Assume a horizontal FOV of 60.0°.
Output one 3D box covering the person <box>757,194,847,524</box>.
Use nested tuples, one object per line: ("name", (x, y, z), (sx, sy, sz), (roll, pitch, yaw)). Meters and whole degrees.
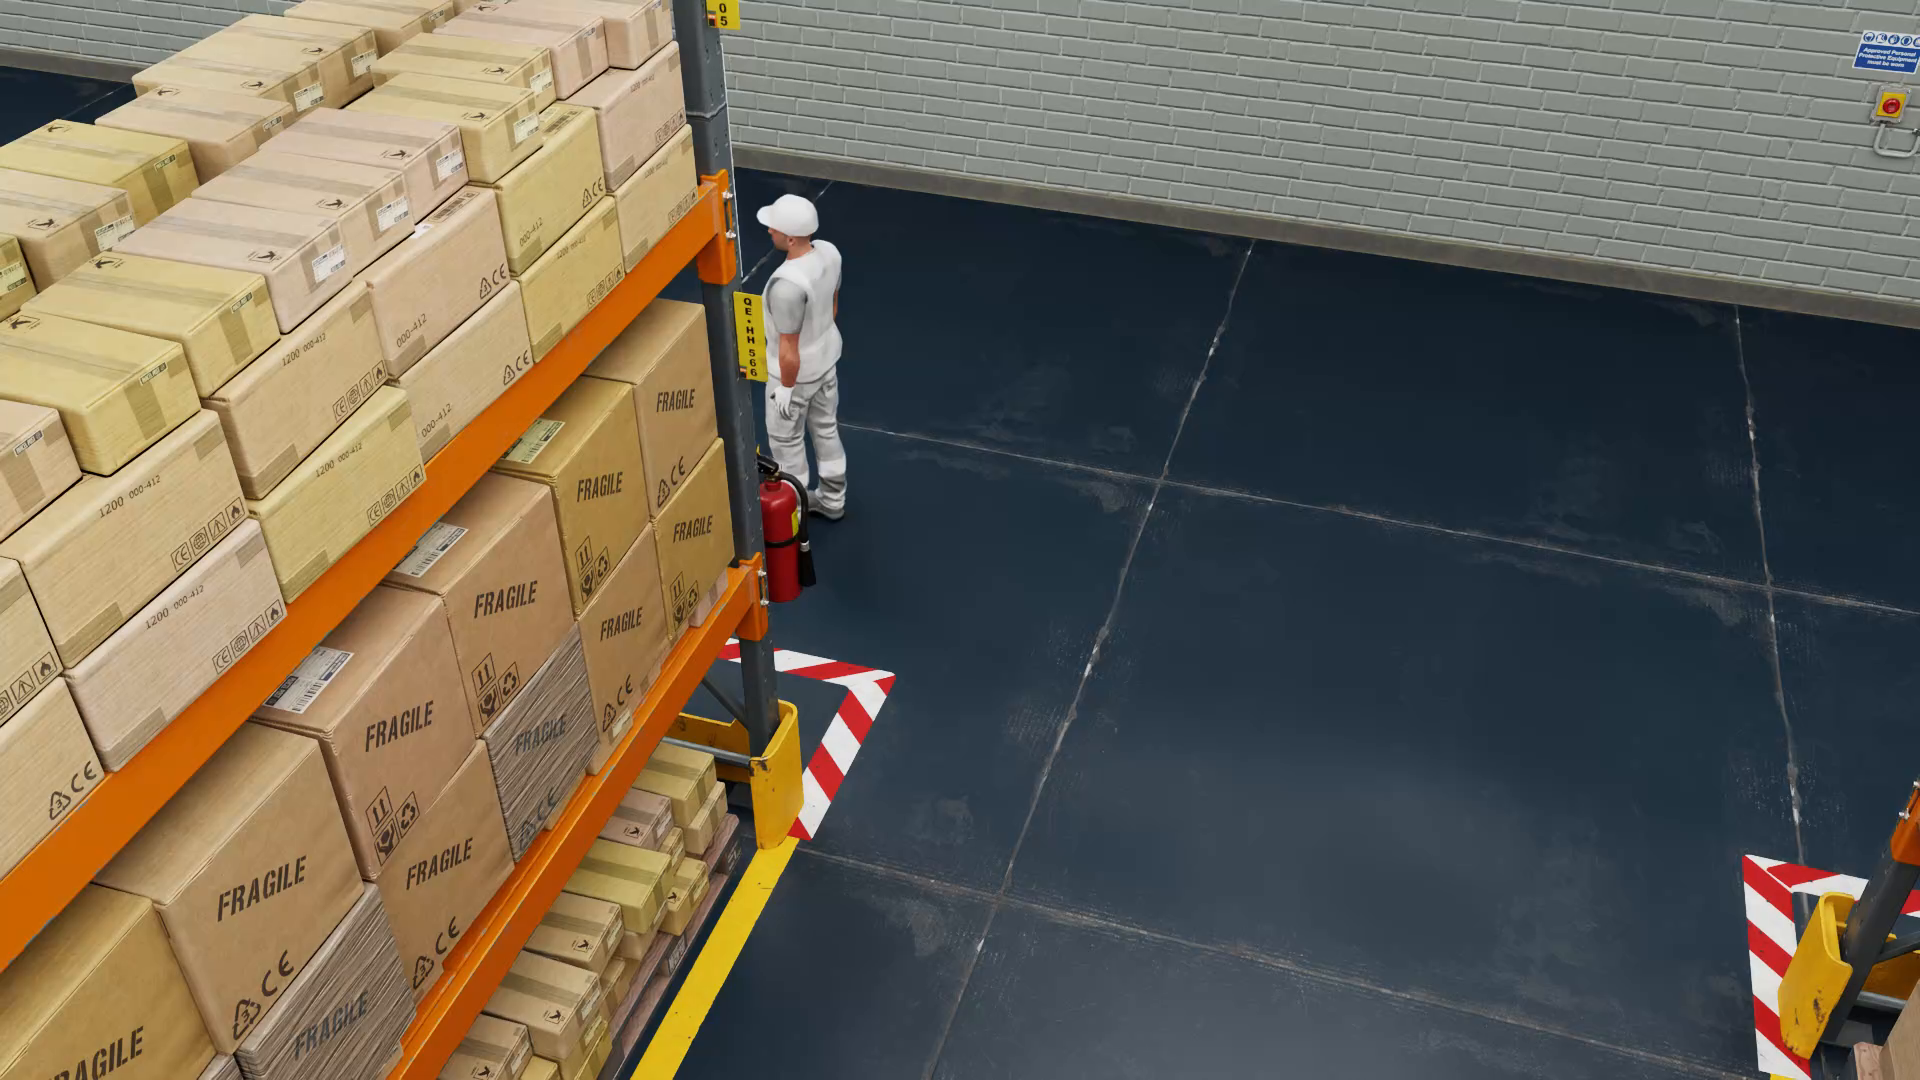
("person", (-0.784, -0.848, 8.026), (0.448, 1.839, 0.609), (17, 40, 22))
